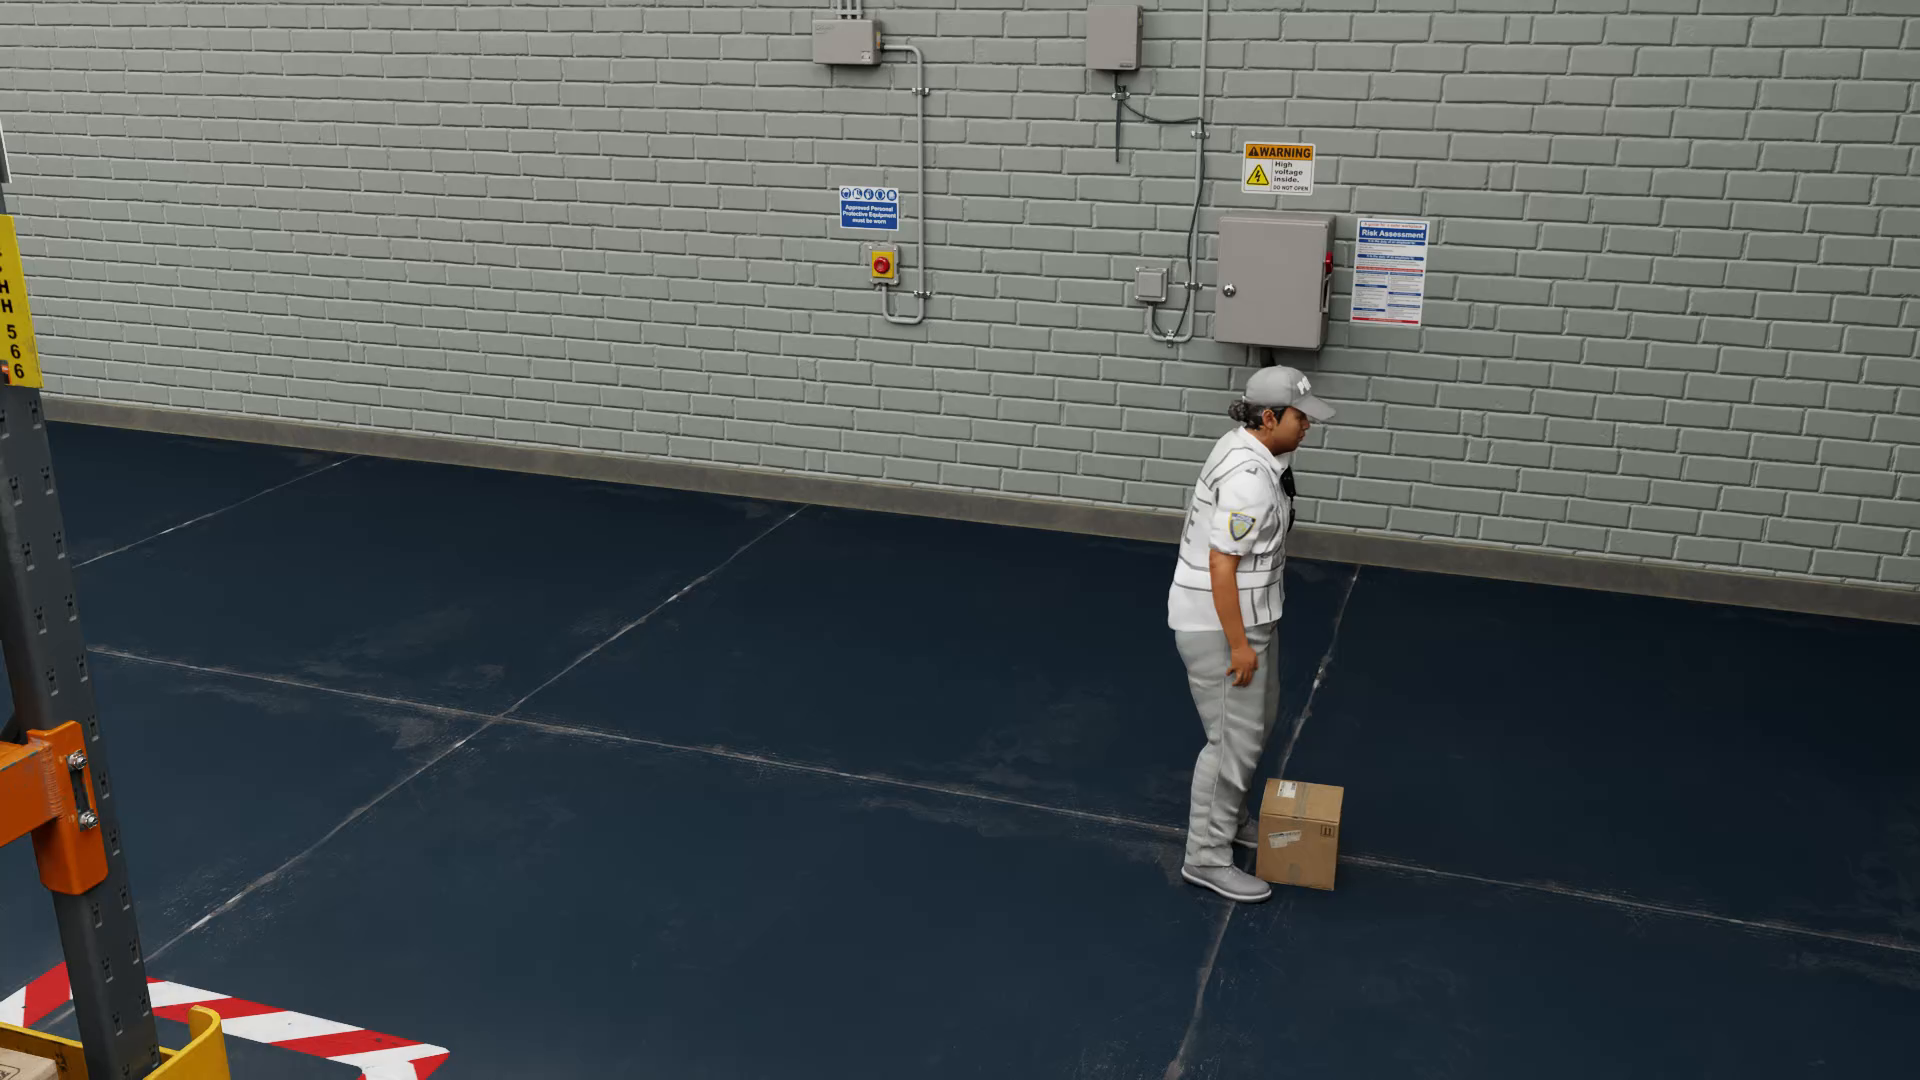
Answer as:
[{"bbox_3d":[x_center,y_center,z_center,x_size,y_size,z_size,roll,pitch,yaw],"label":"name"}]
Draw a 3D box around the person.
[{"bbox_3d":[0.899,0.269,5.262,0.470,1.665,0.561,5,19,15],"label":"person"}]
